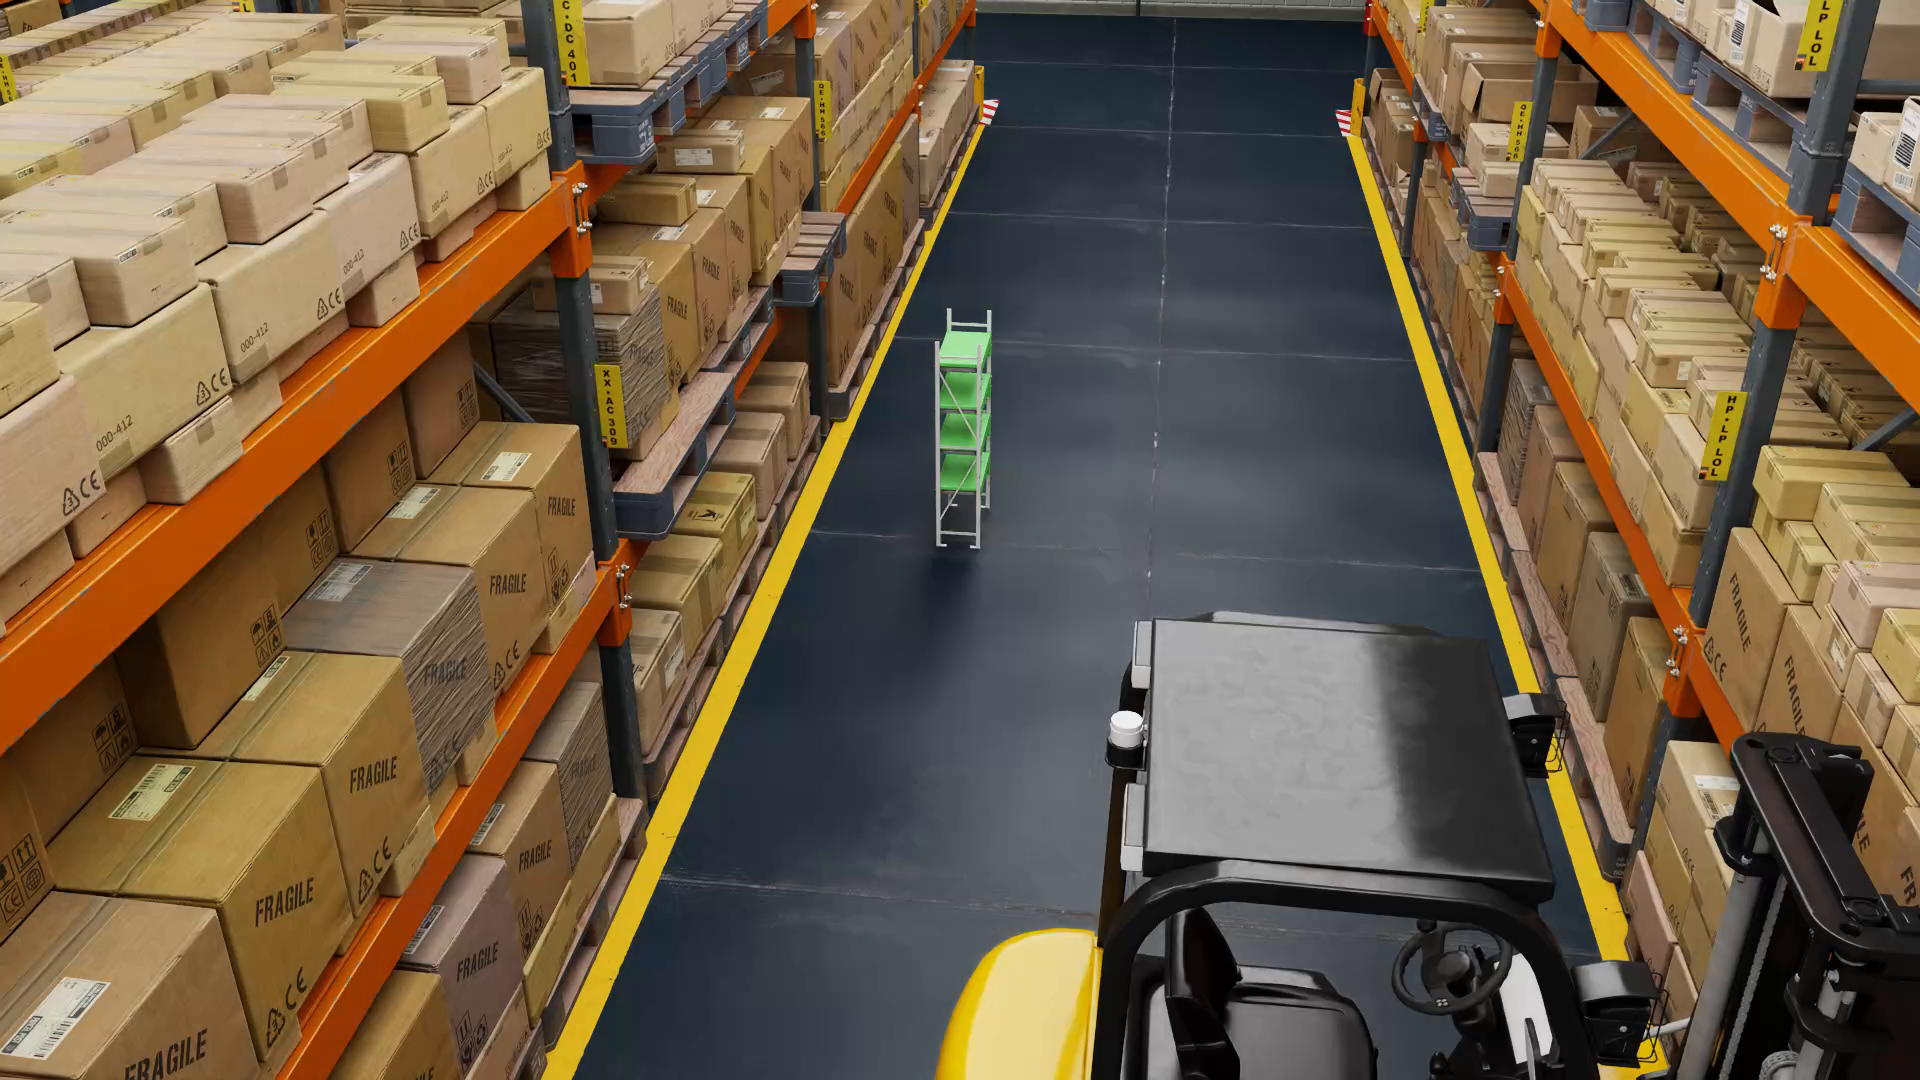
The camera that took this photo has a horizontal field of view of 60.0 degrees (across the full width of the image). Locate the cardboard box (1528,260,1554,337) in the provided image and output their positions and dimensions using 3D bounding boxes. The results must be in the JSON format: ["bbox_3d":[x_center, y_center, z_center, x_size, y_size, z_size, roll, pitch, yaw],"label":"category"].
[{"bbox_3d":[3.236,-1.232,8.532,0.500,0.250,0.500,3,28,5],"label":"cardboard box"}]

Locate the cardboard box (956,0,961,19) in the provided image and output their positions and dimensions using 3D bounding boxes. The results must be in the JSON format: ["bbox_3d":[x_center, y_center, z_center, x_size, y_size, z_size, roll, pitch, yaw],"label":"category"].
[{"bbox_3d":[-0.273,-5.105,15.458,0.500,0.500,0.500,4,29,8],"label":"cardboard box"}]

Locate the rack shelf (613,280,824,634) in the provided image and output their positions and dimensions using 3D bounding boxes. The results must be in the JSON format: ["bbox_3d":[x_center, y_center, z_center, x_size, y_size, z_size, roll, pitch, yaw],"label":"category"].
[{"bbox_3d":[-1.573,-0.758,8.252,1.077,0.370,4.000,3,28,6],"label":"rack shelf"}]

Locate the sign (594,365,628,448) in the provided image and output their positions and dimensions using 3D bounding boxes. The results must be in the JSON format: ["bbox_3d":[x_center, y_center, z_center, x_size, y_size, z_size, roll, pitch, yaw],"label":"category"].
[{"bbox_3d":[-1.278,-0.486,6.077,0.100,0.325,0.005,3,28,6],"label":"sign"}]

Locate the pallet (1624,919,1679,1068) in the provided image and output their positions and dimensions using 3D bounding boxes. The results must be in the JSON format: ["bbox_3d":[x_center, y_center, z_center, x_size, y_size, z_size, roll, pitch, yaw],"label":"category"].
[{"bbox_3d":[2.970,1.753,5.773,1.003,0.211,1.213,3,28,6],"label":"pallet"}]

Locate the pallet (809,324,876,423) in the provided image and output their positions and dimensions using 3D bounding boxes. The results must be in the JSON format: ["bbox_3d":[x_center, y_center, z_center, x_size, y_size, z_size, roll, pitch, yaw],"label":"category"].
[{"bbox_3d":[-1.156,-1.155,11.171,1.003,0.211,1.213,3,28,6],"label":"pallet"}]

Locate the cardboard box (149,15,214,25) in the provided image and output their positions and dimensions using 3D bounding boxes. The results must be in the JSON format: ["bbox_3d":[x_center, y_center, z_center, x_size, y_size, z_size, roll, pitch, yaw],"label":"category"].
[{"bbox_3d":[-5.749,-3.788,12.313,0.380,0.149,0.250,2,28,5],"label":"cardboard box"}]

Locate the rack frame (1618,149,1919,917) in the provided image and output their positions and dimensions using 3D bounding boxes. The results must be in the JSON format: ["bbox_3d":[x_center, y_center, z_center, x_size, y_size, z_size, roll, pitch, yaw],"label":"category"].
[{"bbox_3d":[3.109,0.154,5.802,1.000,3.000,0.127,3,28,6],"label":"rack frame"}]

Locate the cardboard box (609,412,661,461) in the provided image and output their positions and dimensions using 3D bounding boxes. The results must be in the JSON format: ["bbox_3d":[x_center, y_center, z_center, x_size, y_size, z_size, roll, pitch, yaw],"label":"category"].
[{"bbox_3d":[-1.436,-0.449,6.743,0.380,0.149,0.250,4,29,7],"label":"cardboard box"}]

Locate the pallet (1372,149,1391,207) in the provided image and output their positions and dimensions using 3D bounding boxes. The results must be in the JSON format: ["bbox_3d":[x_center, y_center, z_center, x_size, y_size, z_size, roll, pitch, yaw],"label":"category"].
[{"bbox_3d":[4.321,-3.283,15.122,1.003,0.211,1.213,3,28,6],"label":"pallet"}]

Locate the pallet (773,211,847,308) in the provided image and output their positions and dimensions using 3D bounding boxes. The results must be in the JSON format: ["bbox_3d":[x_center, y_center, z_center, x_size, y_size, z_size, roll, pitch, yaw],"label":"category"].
[{"bbox_3d":[-1.309,-1.590,9.241,1.213,0.211,1.003,3,28,6],"label":"pallet"}]

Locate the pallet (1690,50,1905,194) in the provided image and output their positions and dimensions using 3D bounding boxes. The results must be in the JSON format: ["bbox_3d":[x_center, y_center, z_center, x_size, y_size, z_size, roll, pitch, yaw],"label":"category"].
[{"bbox_3d":[3.204,-1.499,5.908,0.805,0.209,1.217,2,28,4],"label":"pallet"}]

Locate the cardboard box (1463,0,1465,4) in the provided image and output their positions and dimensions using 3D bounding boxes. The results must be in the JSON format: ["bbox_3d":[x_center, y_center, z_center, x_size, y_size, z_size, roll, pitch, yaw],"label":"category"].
[{"bbox_3d":[4.592,-4.606,14.482,0.500,0.250,0.500,3,28,6],"label":"cardboard box"}]

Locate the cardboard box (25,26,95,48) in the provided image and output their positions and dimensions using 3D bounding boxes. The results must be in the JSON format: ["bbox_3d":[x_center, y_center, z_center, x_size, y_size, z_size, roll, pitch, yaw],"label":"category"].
[{"bbox_3d":[-6.454,-3.580,11.928,0.380,0.149,0.250,4,29,8],"label":"cardboard box"}]

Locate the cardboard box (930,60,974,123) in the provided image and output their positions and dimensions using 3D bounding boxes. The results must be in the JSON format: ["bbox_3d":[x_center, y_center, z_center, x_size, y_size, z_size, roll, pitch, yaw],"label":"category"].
[{"bbox_3d":[-0.329,-4.522,16.740,0.875,0.438,0.875,2,28,4],"label":"cardboard box"}]

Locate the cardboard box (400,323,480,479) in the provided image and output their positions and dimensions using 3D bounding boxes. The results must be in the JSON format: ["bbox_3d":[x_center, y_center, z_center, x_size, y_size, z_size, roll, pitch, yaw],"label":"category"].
[{"bbox_3d":[-2.087,-0.554,5.642,0.700,0.500,0.500,3,28,6],"label":"cardboard box"}]

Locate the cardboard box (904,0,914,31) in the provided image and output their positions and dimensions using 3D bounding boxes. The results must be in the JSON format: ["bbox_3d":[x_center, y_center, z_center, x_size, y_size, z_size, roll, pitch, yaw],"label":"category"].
[{"bbox_3d":[-0.643,-4.158,12.646,0.500,0.500,0.500,4,29,8],"label":"cardboard box"}]

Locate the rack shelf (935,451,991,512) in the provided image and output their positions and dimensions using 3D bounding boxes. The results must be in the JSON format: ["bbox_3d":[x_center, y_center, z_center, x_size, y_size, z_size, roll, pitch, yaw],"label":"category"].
[{"bbox_3d":[0.020,-0.339,9.254,0.258,0.148,0.480,3,28,6],"label":"rack shelf"}]

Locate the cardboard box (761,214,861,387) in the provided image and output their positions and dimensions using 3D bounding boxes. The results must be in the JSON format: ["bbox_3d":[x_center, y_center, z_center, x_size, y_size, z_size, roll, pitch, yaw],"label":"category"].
[{"bbox_3d":[-1.160,-1.586,10.828,0.875,0.875,0.875,3,28,6],"label":"cardboard box"}]

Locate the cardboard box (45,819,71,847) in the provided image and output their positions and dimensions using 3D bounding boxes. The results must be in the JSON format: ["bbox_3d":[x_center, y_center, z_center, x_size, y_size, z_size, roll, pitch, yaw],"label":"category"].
[{"bbox_3d":[-2.384,0.833,4.123,0.500,0.500,0.500,3,28,6],"label":"cardboard box"}]

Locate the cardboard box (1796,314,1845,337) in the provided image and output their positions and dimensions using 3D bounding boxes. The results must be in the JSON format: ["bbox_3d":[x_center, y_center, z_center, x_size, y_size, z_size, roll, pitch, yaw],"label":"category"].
[{"bbox_3d":[3.548,-0.807,6.796,0.380,0.149,0.250,3,28,6],"label":"cardboard box"}]

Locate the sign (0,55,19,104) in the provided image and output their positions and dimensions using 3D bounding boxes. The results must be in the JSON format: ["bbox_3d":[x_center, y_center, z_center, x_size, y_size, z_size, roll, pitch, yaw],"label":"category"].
[{"bbox_3d":[-5.701,-2.735,9.943,0.100,0.325,0.005,3,28,6],"label":"sign"}]

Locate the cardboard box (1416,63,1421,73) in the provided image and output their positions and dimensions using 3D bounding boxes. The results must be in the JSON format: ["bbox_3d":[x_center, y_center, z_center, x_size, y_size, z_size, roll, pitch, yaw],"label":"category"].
[{"bbox_3d":[3.888,-3.790,13.387,0.380,0.149,0.250,4,29,8],"label":"cardboard box"}]

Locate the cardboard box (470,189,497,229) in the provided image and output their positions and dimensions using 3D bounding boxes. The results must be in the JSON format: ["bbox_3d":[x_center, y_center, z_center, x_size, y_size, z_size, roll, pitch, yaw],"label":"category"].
[{"bbox_3d":[-1.672,-1.063,5.163,0.380,0.149,0.250,4,29,7],"label":"cardboard box"}]

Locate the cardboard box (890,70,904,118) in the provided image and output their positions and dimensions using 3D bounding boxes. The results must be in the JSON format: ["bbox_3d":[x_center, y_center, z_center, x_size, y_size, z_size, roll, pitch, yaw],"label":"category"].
[{"bbox_3d":[-0.706,-3.367,12.496,0.500,0.250,0.500,3,28,5],"label":"cardboard box"}]

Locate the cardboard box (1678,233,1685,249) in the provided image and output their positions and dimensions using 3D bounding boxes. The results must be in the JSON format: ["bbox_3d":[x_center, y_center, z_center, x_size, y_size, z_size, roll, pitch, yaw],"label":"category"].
[{"bbox_3d":[3.759,-1.415,8.345,0.500,0.250,0.500,4,29,7],"label":"cardboard box"}]

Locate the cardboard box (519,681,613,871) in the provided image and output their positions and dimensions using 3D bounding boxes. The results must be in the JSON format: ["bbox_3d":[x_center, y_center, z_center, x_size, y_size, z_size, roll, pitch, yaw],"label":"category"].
[{"bbox_3d":[-1.624,0.857,6.163,0.500,0.500,0.500,3,28,5],"label":"cardboard box"}]

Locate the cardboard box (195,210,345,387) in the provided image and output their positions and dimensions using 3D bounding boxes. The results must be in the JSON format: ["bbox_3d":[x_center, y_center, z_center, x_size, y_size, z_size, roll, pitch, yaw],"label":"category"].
[{"bbox_3d":[-1.789,-0.578,3.842,0.500,0.250,0.500,4,29,7],"label":"cardboard box"}]

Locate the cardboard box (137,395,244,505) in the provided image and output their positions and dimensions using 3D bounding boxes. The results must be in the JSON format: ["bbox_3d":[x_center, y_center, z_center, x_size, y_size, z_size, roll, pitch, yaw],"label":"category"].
[{"bbox_3d":[-1.790,-0.206,3.572,0.380,0.149,0.250,4,29,7],"label":"cardboard box"}]

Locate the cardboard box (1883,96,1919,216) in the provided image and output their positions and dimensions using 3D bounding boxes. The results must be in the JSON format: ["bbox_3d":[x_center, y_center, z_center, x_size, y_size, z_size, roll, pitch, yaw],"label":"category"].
[{"bbox_3d":[2.765,-0.979,4.288,0.500,0.311,0.500,4,29,7],"label":"cardboard box"}]

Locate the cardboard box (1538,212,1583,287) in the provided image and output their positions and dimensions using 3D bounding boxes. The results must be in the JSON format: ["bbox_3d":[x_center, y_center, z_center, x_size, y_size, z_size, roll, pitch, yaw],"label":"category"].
[{"bbox_3d":[3.240,-1.453,8.415,0.500,0.250,0.500,4,29,8],"label":"cardboard box"}]

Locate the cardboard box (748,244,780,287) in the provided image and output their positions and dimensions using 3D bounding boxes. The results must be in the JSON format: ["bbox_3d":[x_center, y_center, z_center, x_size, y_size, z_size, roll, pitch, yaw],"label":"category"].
[{"bbox_3d":[-1.140,-1.422,8.549,0.380,0.149,0.250,4,29,7],"label":"cardboard box"}]

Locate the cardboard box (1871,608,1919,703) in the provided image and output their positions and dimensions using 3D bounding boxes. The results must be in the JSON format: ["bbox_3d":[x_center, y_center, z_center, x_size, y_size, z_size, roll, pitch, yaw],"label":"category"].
[{"bbox_3d":[2.672,0.314,4.402,0.380,0.149,0.250,3,28,5],"label":"cardboard box"}]

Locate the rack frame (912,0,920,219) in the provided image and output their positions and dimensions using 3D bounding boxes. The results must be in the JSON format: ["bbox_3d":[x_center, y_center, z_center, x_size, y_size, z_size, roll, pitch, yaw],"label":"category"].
[{"bbox_3d":[-0.837,-3.899,13.324,1.000,3.000,0.127,3,28,6],"label":"rack frame"}]

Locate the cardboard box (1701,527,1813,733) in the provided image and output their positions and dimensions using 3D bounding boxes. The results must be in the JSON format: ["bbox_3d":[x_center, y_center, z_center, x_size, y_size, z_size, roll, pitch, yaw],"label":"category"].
[{"bbox_3d":[2.796,0.303,5.419,0.500,0.500,0.500,3,28,5],"label":"cardboard box"}]

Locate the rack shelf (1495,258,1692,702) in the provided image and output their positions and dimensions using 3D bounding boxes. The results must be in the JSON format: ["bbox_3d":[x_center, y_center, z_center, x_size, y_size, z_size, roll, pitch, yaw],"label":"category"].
[{"bbox_3d":[3.354,-0.471,7.720,1.077,0.370,4.000,3,28,6],"label":"rack shelf"}]

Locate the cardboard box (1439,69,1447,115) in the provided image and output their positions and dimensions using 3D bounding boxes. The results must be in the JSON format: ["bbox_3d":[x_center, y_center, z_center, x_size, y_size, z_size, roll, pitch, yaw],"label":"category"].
[{"bbox_3d":[3.538,-3.106,11.552,0.396,0.266,0.258,5,29,9],"label":"cardboard box"}]

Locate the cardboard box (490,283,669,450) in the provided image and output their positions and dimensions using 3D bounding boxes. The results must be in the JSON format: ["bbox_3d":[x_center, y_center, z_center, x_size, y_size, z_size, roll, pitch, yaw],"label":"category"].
[{"bbox_3d":[-1.476,-0.697,6.519,0.500,0.500,0.500,4,29,7],"label":"cardboard box"}]

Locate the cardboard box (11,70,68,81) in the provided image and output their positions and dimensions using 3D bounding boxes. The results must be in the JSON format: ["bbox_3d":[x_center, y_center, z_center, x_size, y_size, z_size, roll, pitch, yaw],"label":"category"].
[{"bbox_3d":[-5.973,-2.925,10.712,0.380,0.149,0.250,3,28,5],"label":"cardboard box"}]

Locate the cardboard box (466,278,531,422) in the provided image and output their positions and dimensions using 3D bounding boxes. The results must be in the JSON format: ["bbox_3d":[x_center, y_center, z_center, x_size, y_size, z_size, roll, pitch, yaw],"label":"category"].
[{"bbox_3d":[-1.989,-0.724,6.569,0.500,0.500,0.500,3,28,5],"label":"cardboard box"}]

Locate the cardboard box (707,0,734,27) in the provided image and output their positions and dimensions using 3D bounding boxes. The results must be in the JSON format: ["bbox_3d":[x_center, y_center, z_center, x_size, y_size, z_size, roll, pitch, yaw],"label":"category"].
[{"bbox_3d":[-1.247,-2.301,6.912,0.500,0.250,0.500,3,28,6],"label":"cardboard box"}]

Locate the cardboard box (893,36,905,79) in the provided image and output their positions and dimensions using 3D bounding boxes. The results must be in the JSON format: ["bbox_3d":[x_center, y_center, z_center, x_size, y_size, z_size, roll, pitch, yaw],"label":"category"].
[{"bbox_3d":[-0.704,-3.595,12.392,0.500,0.250,0.500,4,29,7],"label":"cardboard box"}]

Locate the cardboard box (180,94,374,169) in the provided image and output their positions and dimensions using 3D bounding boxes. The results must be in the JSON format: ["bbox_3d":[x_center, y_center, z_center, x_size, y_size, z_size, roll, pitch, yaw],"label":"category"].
[{"bbox_3d":[-1.752,-1.041,4.281,0.380,0.149,0.250,3,28,5],"label":"cardboard box"}]

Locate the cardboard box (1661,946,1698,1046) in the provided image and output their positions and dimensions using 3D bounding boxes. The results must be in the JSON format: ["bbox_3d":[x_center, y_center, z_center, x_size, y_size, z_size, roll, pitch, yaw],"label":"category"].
[{"bbox_3d":[2.674,1.628,5.522,0.500,0.250,0.500,3,28,5],"label":"cardboard box"}]

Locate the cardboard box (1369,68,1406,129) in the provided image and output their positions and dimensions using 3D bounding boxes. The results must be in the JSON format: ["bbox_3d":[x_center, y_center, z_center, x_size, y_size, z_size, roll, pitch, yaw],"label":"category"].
[{"bbox_3d":[4.410,-4.298,16.255,0.797,0.503,0.637,2,28,4],"label":"cardboard box"}]

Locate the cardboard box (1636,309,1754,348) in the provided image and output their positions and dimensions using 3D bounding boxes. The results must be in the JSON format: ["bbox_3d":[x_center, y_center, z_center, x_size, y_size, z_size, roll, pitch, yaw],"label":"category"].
[{"bbox_3d":[3.021,-0.835,6.849,0.380,0.149,0.250,3,28,5],"label":"cardboard box"}]

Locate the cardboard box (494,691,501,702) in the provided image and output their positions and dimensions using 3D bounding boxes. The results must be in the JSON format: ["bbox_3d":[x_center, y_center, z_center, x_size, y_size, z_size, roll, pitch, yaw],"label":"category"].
[{"bbox_3d":[-1.732,0.499,5.426,0.380,0.149,0.250,3,28,5],"label":"cardboard box"}]

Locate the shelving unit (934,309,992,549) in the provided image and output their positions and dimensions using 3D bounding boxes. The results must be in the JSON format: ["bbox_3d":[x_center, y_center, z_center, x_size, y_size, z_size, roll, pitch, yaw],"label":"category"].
[{"bbox_3d":[0.020,-0.606,9.110,0.258,1.200,0.503,3,28,6],"label":"shelving unit"}]

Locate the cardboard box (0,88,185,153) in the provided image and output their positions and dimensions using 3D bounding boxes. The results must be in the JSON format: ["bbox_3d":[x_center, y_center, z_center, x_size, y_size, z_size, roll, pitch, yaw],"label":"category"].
[{"bbox_3d":[-2.263,-1.075,4.344,0.380,0.149,0.250,2,28,5],"label":"cardboard box"}]

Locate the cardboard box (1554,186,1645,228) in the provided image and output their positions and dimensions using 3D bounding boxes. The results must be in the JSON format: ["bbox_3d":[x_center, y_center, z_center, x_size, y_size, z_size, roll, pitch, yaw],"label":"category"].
[{"bbox_3d":[3.230,-1.678,8.412,0.380,0.149,0.250,4,29,8],"label":"cardboard box"}]

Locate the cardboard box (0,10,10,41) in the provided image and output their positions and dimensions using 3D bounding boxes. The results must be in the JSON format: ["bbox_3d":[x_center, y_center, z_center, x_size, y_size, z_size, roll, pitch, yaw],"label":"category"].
[{"bbox_3d":[-10.293,-4.873,16.929,0.875,0.875,0.875,3,28,6],"label":"cardboard box"}]

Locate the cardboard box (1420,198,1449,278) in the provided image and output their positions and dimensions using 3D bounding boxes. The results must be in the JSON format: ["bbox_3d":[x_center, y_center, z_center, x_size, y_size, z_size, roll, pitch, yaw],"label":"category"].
[{"bbox_3d":[3.751,-2.231,12.421,0.500,0.500,0.500,3,28,6],"label":"cardboard box"}]

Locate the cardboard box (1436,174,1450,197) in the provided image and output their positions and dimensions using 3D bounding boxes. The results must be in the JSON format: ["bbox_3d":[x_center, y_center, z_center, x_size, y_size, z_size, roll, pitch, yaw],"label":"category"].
[{"bbox_3d":[3.824,-2.694,12.596,0.380,0.149,0.250,3,28,5],"label":"cardboard box"}]

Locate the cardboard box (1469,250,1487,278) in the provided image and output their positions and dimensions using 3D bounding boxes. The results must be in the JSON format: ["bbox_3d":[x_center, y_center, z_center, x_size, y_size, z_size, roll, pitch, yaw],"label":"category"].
[{"bbox_3d":[3.595,-1.837,11.006,0.380,0.149,0.250,3,28,5],"label":"cardboard box"}]

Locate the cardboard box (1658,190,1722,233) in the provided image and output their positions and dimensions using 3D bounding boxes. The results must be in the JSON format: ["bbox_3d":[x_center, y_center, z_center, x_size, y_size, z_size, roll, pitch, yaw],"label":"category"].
[{"bbox_3d":[3.747,-1.646,8.353,0.380,0.149,0.250,3,28,6],"label":"cardboard box"}]

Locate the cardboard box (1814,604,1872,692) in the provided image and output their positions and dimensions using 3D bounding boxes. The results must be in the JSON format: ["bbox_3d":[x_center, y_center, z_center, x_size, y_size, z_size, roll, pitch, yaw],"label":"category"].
[{"bbox_3d":[2.671,0.317,4.710,0.380,0.149,0.250,4,29,7],"label":"cardboard box"}]
